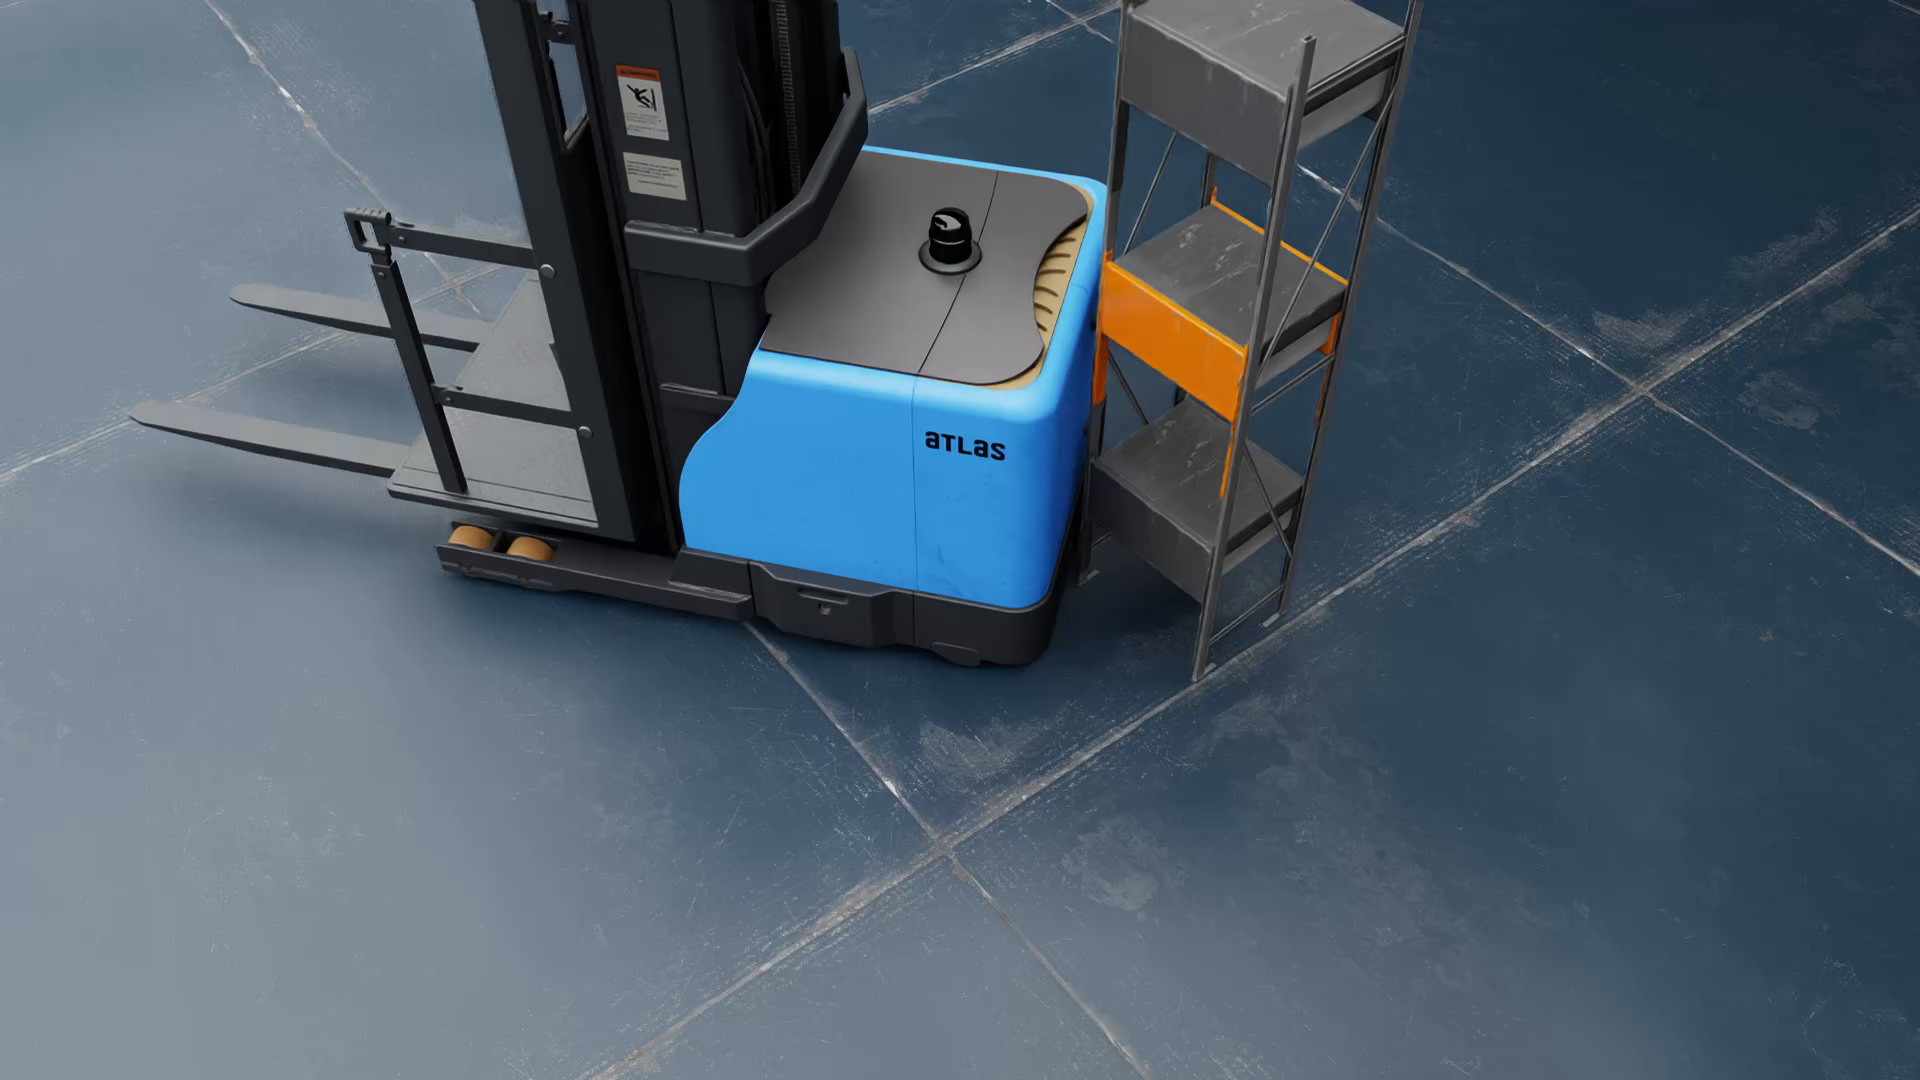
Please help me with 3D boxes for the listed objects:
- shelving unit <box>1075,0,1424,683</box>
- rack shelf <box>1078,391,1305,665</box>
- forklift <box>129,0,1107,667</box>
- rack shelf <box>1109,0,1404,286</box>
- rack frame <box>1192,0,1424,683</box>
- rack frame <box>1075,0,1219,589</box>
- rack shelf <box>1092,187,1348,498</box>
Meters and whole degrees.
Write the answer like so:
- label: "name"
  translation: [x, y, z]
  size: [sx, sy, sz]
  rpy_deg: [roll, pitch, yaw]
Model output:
- label: "shelving unit"
  translation: [0.672, -0.523, 4.307]
  size: [0.431, 2.100, 0.503]
  rpy_deg: [-33, 56, -27]
- label: "rack shelf"
  translation: [0.672, -0.044, 4.835]
  size: [0.431, 0.518, 0.480]
  rpy_deg: [-33, 56, -27]
- label: "forklift"
  translation: [-1.109, -1.203, 4.362]
  size: [3.031, 2.935, 1.130]
  rpy_deg: [10, 49, 9]
- label: "rack shelf"
  translation: [0.672, -0.984, 3.798]
  size: [0.431, 0.518, 0.480]
  rpy_deg: [-33, 56, -27]
- label: "rack frame"
  translation: [0.834, -0.388, 4.184]
  size: [0.400, 2.100, 0.015]
  rpy_deg: [-33, 56, -27]
- label: "rack frame"
  translation: [0.510, -0.658, 4.429]
  size: [0.400, 2.100, 0.015]
  rpy_deg: [-33, 56, -27]
- label: "rack shelf"
  translation: [0.672, -0.514, 4.317]
  size: [0.431, 0.518, 0.480]
  rpy_deg: [-33, 56, -27]
